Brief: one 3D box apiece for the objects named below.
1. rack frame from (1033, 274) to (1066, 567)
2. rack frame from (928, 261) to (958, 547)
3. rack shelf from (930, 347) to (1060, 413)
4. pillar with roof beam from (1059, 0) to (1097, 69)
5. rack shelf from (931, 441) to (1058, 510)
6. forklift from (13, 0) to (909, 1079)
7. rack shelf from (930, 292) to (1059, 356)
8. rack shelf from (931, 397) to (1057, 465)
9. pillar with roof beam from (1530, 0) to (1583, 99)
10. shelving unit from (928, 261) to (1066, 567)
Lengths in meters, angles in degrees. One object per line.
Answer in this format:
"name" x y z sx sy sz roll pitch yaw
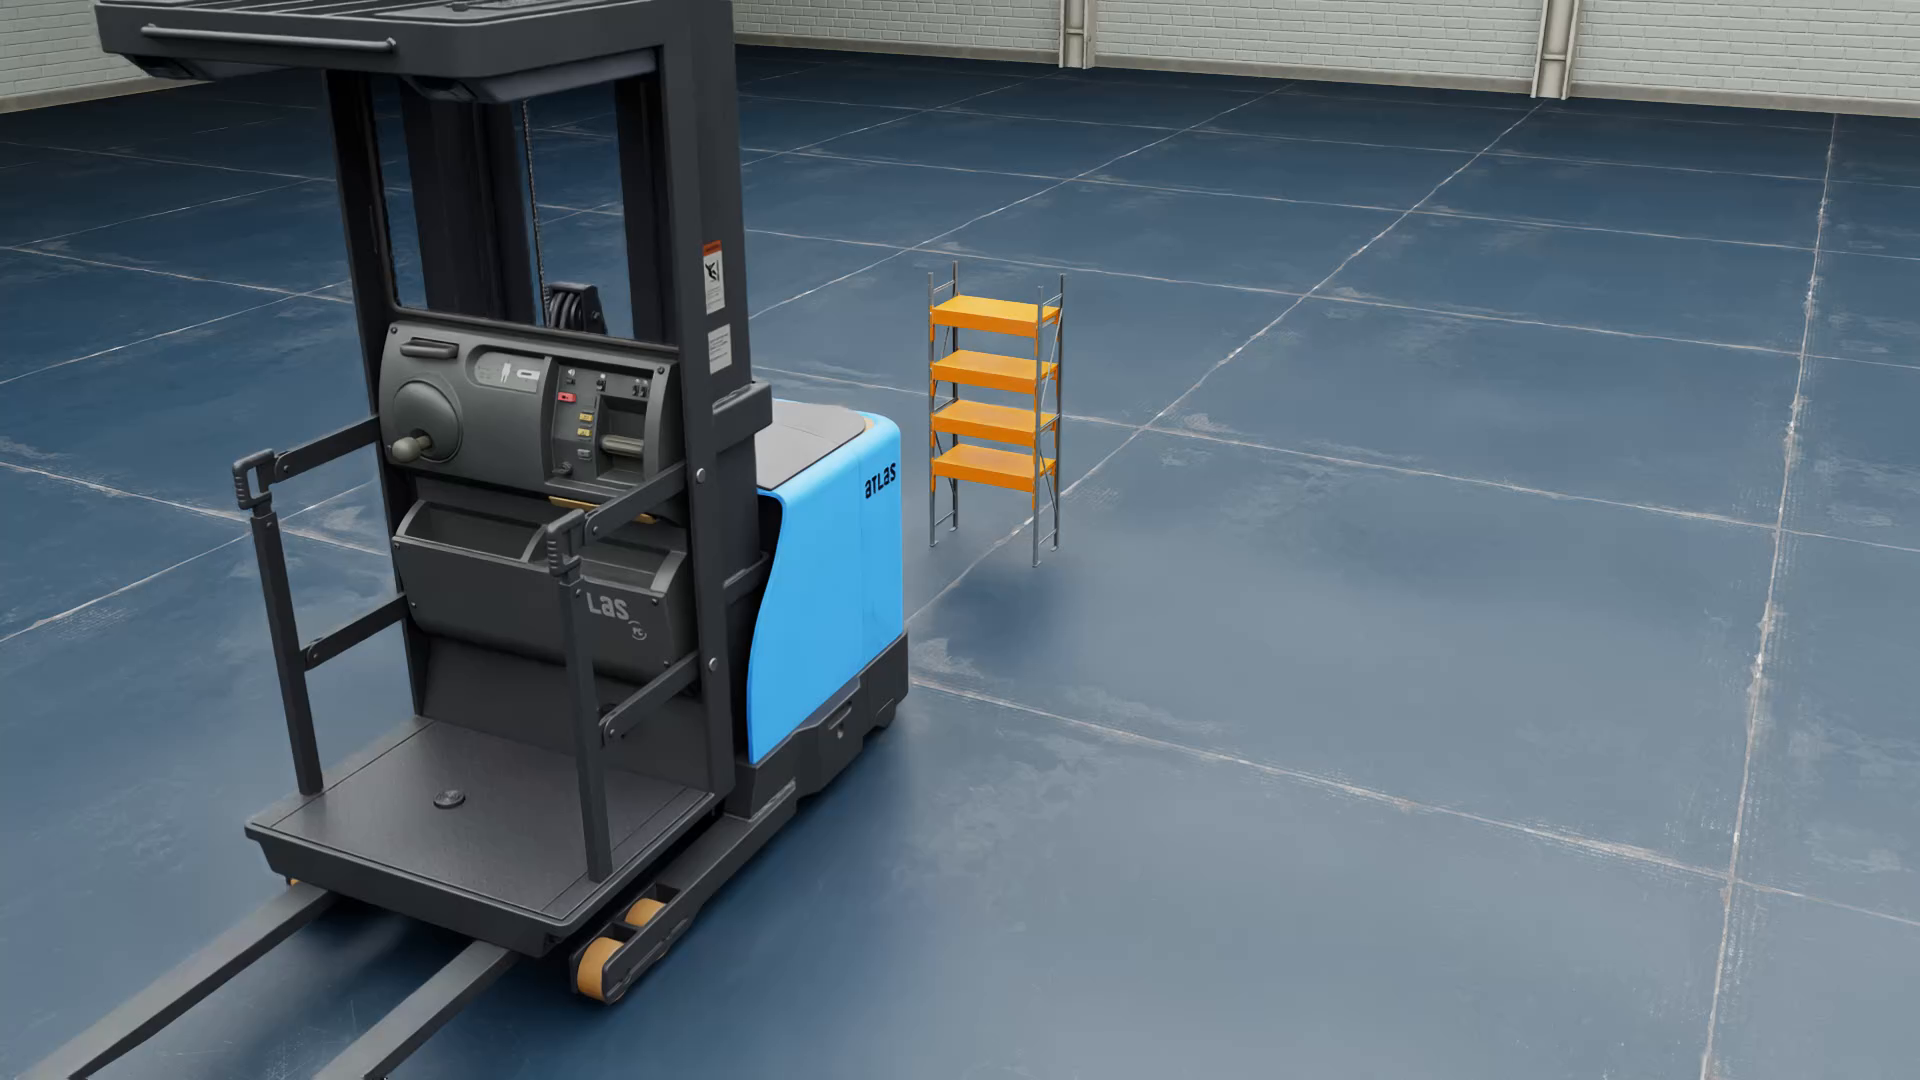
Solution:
"rack frame" 0.365 -0.480 6.845 0.015 1.200 0.240 11 25 25
"rack frame" -0.070 -0.566 7.048 0.015 1.200 0.240 11 25 25
"rack shelf" 0.148 -0.667 6.885 0.480 0.148 0.258 11 25 25
"pillar with roof beam" -0.400 -8.880 16.632 0.400 9.000 9.100 11 25 25
"rack shelf" 0.148 -0.278 7.050 0.480 0.148 0.258 11 25 25
"forklift" -1.262 -0.325 4.268 1.130 2.935 3.031 10 25 23
"rack shelf" 0.148 -0.885 6.793 0.480 0.148 0.258 11 25 25
"rack shelf" 0.148 -0.461 6.973 0.480 0.148 0.258 11 25 25
"pillar with roof beam" 4.955 -7.820 14.141 0.400 9.000 9.100 11 25 25
"shelving unit" 0.148 -0.523 6.946 0.503 1.200 0.258 11 25 25
